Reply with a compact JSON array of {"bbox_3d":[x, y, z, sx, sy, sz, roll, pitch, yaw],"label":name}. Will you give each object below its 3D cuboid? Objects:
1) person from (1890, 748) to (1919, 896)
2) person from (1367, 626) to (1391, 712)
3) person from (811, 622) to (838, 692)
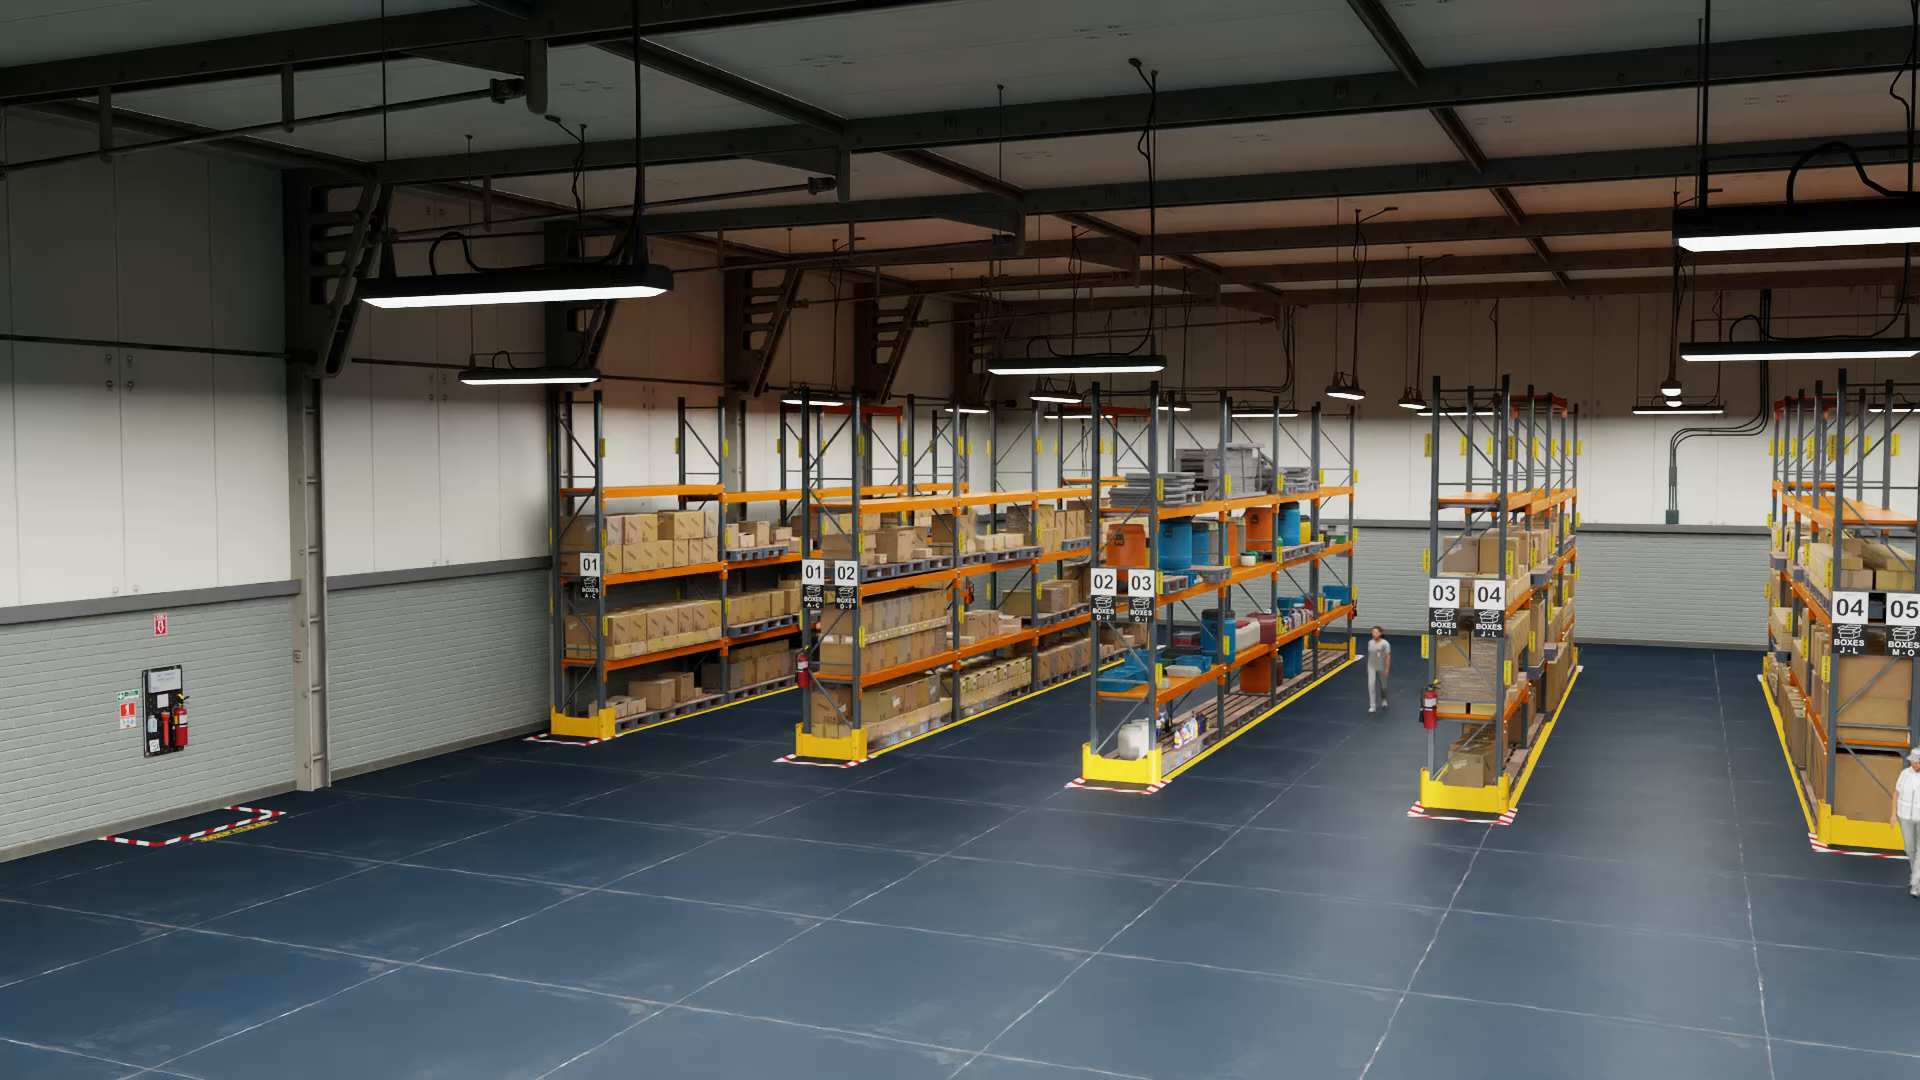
[{"bbox_3d":[10.742,3.144,18.702,0.963,1.611,0.534,-2,4,-37],"label":"person"},{"bbox_3d":[7.977,2.433,31.632,0.441,1.624,0.948,1,3,20],"label":"person"},{"bbox_3d":[-2.613,2.403,31.422,0.579,1.710,0.478,2,4,34],"label":"person"}]
